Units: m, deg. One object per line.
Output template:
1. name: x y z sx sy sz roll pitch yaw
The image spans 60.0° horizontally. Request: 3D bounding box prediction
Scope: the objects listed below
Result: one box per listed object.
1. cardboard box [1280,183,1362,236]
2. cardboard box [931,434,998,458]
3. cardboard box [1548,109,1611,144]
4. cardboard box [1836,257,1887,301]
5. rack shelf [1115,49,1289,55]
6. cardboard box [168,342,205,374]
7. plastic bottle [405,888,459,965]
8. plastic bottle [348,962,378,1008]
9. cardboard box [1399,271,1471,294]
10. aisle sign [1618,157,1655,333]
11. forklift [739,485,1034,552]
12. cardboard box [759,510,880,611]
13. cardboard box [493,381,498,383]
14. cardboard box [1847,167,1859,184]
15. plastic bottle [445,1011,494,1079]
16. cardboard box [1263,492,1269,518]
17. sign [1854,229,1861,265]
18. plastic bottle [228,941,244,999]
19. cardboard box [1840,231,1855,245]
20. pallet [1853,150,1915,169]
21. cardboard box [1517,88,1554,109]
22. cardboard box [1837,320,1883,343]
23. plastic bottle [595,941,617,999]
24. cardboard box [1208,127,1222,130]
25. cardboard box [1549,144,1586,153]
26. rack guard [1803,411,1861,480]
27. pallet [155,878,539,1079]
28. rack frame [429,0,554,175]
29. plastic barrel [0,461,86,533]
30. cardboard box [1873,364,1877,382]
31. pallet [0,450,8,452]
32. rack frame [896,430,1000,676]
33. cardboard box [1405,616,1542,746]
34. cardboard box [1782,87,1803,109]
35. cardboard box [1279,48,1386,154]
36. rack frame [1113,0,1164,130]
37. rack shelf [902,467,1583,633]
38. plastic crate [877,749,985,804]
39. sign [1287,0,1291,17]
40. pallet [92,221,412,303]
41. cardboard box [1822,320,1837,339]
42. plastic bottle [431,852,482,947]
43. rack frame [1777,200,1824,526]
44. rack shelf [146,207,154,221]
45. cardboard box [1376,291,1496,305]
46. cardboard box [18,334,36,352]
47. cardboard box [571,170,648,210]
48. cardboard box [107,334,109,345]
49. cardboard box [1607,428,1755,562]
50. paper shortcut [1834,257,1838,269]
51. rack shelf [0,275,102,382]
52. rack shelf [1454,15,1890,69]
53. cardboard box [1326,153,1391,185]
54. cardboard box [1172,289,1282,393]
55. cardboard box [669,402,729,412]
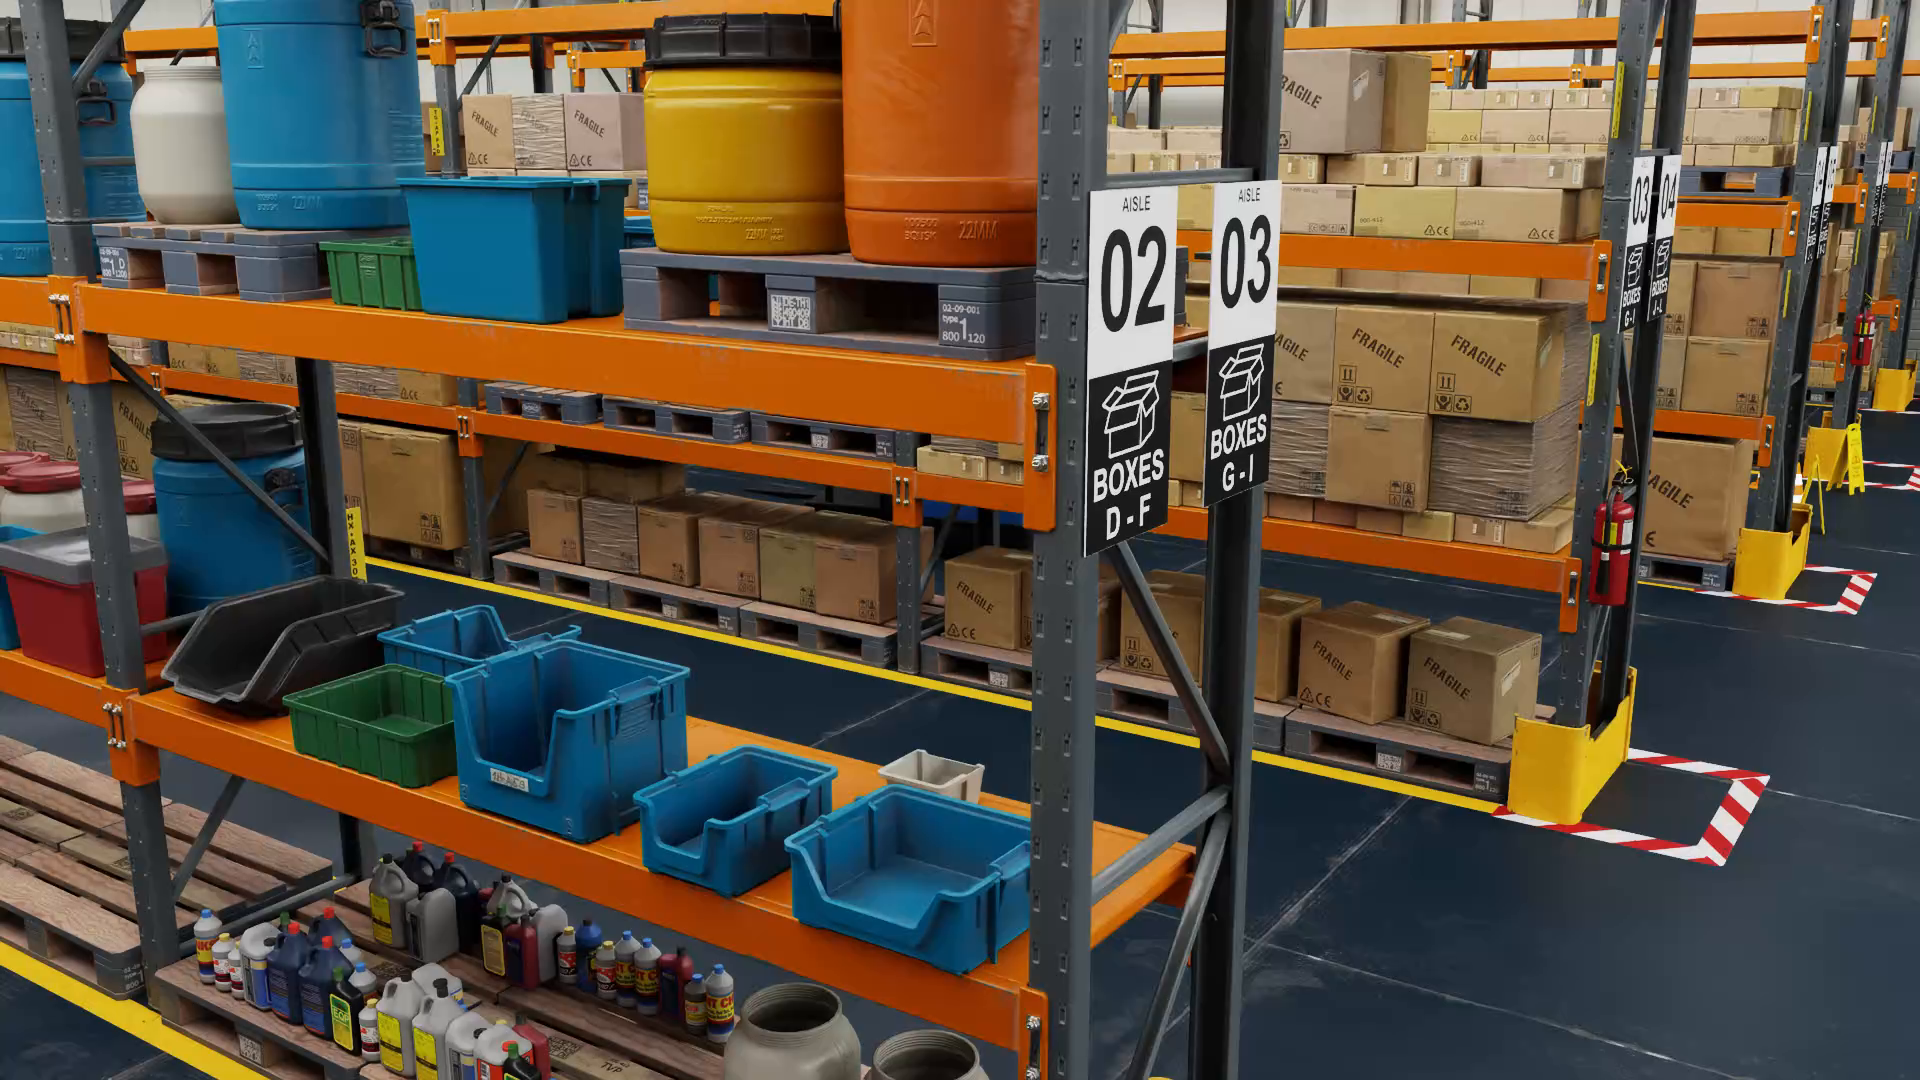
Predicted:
1. cardboard box: 1.876 -1.712 8.568 0.500 0.250 0.500 10 17 34
2. cardboard box: 0.274 -0.835 10.127 0.500 0.500 0.875 9 17 33
3. cardboard box: 4.714 -3.079 12.386 0.500 0.250 0.500 9 17 32
4. cardboard box: 10.998 -3.207 20.327 0.500 0.500 0.500 9 16 32
5. rack shelf: 1.128 -4.397 14.889 3.687 0.071 0.831 9 17 33
6. cardboard box: -6.461 -1.725 14.340 0.500 0.500 0.500 9 17 33
7. plastic bottle: -2.036 1.469 6.400 0.135 0.276 0.152 9 17 33
8. plastic bottle: -2.091 1.612 5.831 0.097 0.271 0.097 0 14 0
9. cardboard box: 3.967 -2.081 13.426 0.550 0.550 0.875 9 17 33
10. aisle sign: 3.139 -1.372 7.714 0.004 0.787 0.394 9 17 33
11. forklift: -3.217 -0.892 11.326 6.157 2.935 7.442 5 15 20
12. cardboard box: -0.947 0.131 11.340 0.500 0.500 0.700 9 17 32
13. cardboard box: -3.635 -1.419 13.106 0.500 0.500 0.500 10 17 34
14. cardboard box: 8.691 -3.598 16.395 0.250 0.149 0.380 9 17 33
15. plastic bottle: -1.587 1.701 5.462 0.135 0.276 0.152 9 16 31
16. cardboard box: 1.600 -0.234 9.048 0.250 0.149 0.380 9 17 33
17. sign: 8.459 -2.762 15.670 0.005 0.325 0.100 9 17 33
18. plastic bottle: -2.640 1.575 6.127 0.097 0.201 0.097 0 14 0
19. cardboard box: 10.916 -3.685 20.291 0.250 0.149 0.380 9 17 33
20. pallet: 10.980 -4.658 20.338 1.213 0.211 1.003 9 17 33
21. cardboard box: 4.372 -3.309 12.489 0.250 0.149 0.380 9 17 33
22. cardboard box: 11.259 -2.601 20.856 0.500 0.250 0.500 9 16 32
23. plastic bottle: -1.290 1.576 6.122 0.097 0.201 0.097 0 14 0
24. cardboard box: 3.868 -6.050 24.642 0.250 0.149 0.380 9 16 32
25. cardboard box: 4.588 -2.888 12.445 0.250 0.149 0.380 9 17 33
26. rack guard: 8.722 -0.951 16.625 0.348 0.500 1.175 9 17 33
27. pallet: -2.295 1.725 6.417 1.213 0.211 1.003 9 17 33
28. rack frame: -3.384 -4.163 11.915 0.127 3.000 1.000 9 17 33
29. plastic barrel: -4.109 -0.064 7.555 0.433 0.535 0.433 0 14 0
30. cardboard box: 11.254 -2.119 20.987 0.500 0.250 0.500 9 17 33
31. pallet: -9.315 -0.879 16.935 1.213 0.211 1.003 9 17 33
32. rack frame: -0.065 -0.715 10.469 0.127 3.000 1.000 9 17 33
33. cardboard box: 2.746 0.744 8.903 0.500 0.500 0.500 13 19 43
34. cardboard box: 6.007 -3.236 12.191 0.250 0.149 0.380 9 17 33
35. cardboard box: 1.827 -2.228 8.469 0.500 0.500 0.500 9 17 33
36. rack frame: 2.147 -6.139 19.897 0.127 3.000 1.000 9 17 33
37. rack shelf: 1.595 -0.097 9.472 4.000 0.370 1.077 9 17 33
38. plastic crate: -0.073 0.753 5.088 0.250 0.136 0.298 9 17 33
39. sign: 4.620 -7.512 23.333 0.005 0.325 0.100 9 17 33
40. pallet: -2.176 -1.014 5.829 1.003 0.211 1.213 9 17 33
41. cardboard box: 8.619 -2.119 16.665 0.250 0.149 0.380 9 17 33
42. plastic bottle: -1.974 1.400 6.524 0.185 0.351 0.144 8 16 30
43. rack frame: 6.105 -1.153 12.239 0.053 2.616 0.949 9 17 33
44. rack shelf: -5.043 -2.626 13.445 4.000 0.370 1.077 9 17 33
45. cardboard box: 2.539 -1.053 8.928 0.500 0.500 0.500 9 17 33
46. cardboard box: -8.634 -1.883 15.710 0.250 0.149 0.380 9 16 31
47. cardboard box: -2.278 -2.385 11.284 0.500 0.250 0.500 10 17 34
48. cardboard box: -7.646 -1.935 15.091 0.500 0.250 0.500 10 17 34
49. cardboard box: 5.507 -0.404 12.761 0.875 0.875 0.875 9 17 33
50. paper shortcut: 3.157 -3.725 16.412 7.419 4.891 15.755 -27 -14 31
51. rack shelf: -1.726 -3.080 16.851 10.306 1.127 20.352 9 17 33
52. rack shelf: 7.126 -4.984 16.733 4.000 0.370 1.077 9 17 33
53. cardboard box: 2.054 -1.890 8.457 0.250 0.149 0.380 9 17 33
54. cardboard box: 1.418 -1.083 9.049 0.500 0.500 0.500 9 17 33
55. cardboard box: -1.555 -1.183 11.271 0.637 0.503 0.797 11 18 38
